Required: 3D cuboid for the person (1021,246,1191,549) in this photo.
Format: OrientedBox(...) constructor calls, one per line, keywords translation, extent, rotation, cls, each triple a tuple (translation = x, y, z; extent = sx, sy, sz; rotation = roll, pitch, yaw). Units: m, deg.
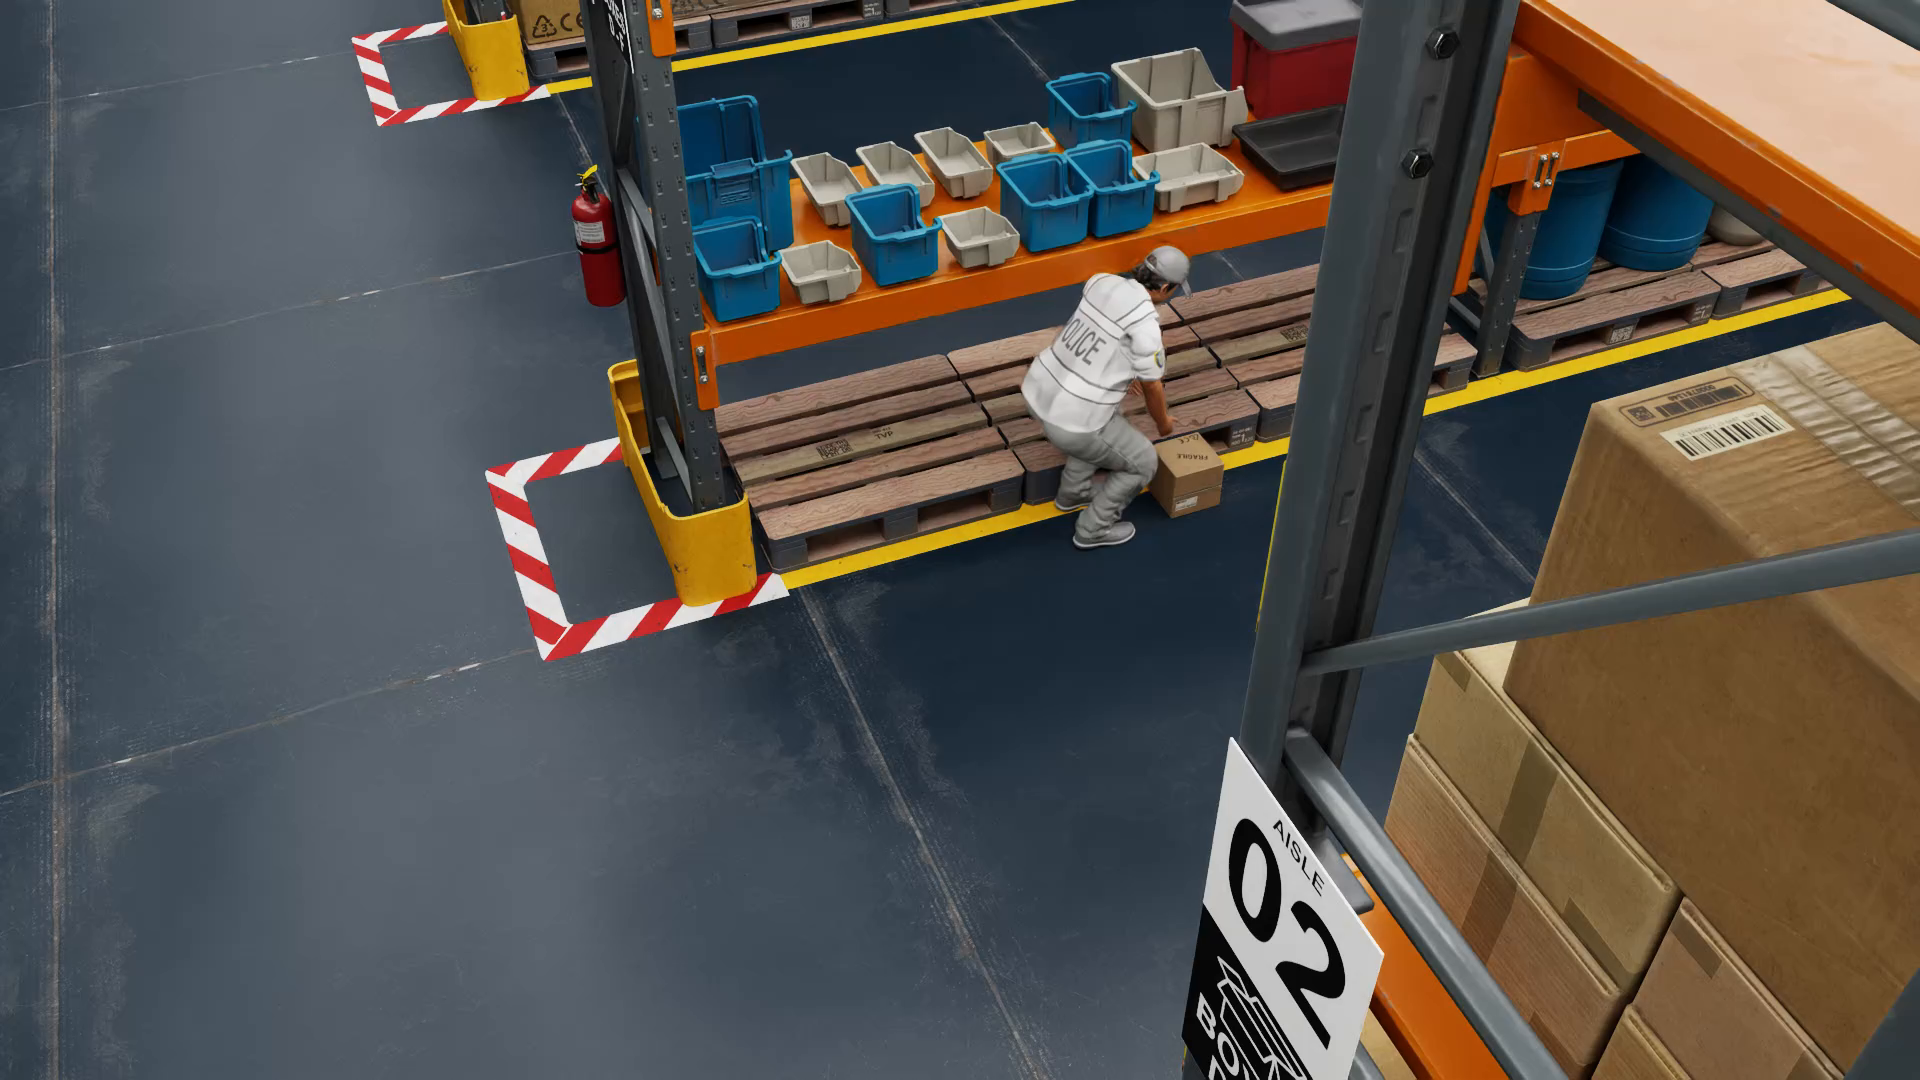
OrientedBox(translation=(0.656, -0.630, 7.174), extent=(0.679, 1.351, 0.535), rotation=(-16, 44, -17), cls="person")
